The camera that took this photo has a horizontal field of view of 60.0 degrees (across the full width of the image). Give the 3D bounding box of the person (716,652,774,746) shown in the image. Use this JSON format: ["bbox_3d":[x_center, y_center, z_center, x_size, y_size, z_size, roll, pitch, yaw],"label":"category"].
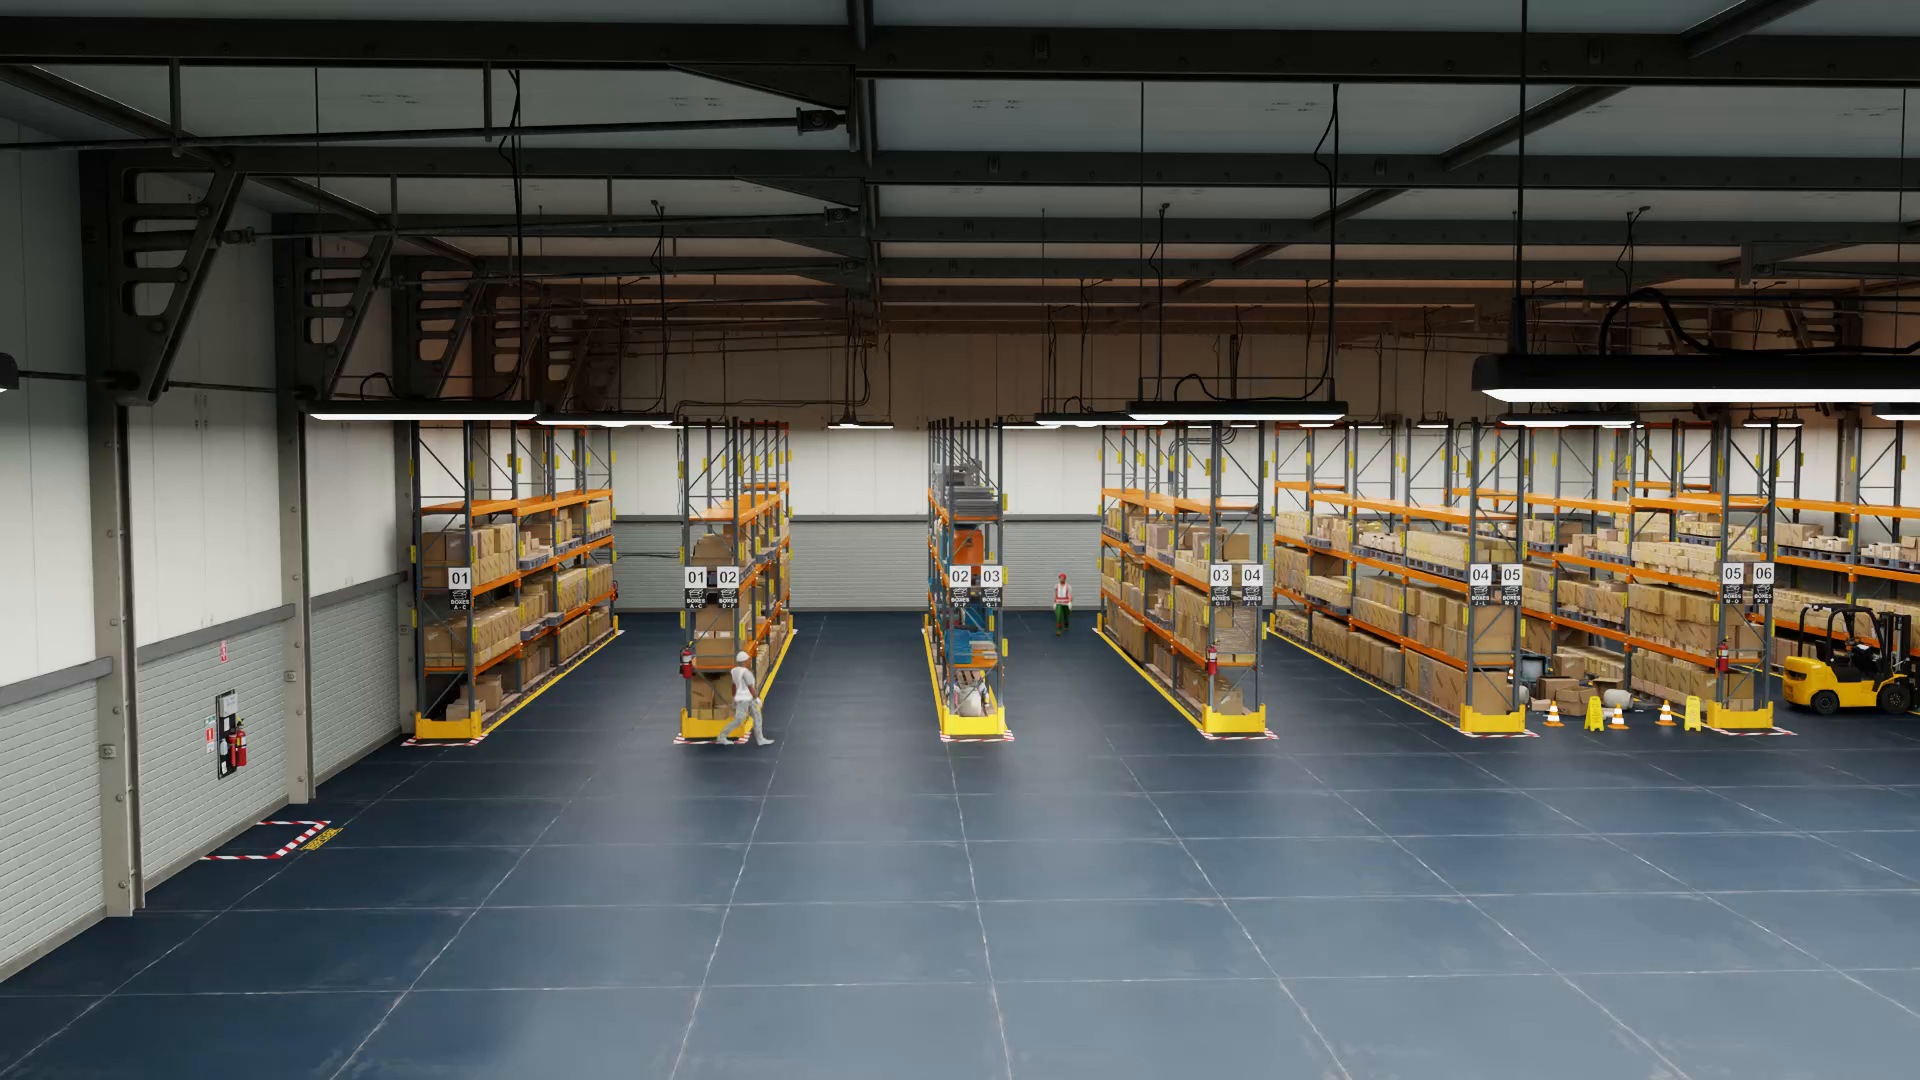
[{"bbox_3d":[-3.905,2.892,30.150,1.026,1.746,0.494,0,4,5],"label":"person"}]

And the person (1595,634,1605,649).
[{"bbox_3d":[16.236,2.101,42.650,0.652,1.678,0.442,3,5,37],"label":"person"}]

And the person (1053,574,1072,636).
[{"bbox_3d":[2.880,1.811,46.737,0.564,1.740,1.057,0,4,6],"label":"person"}]
